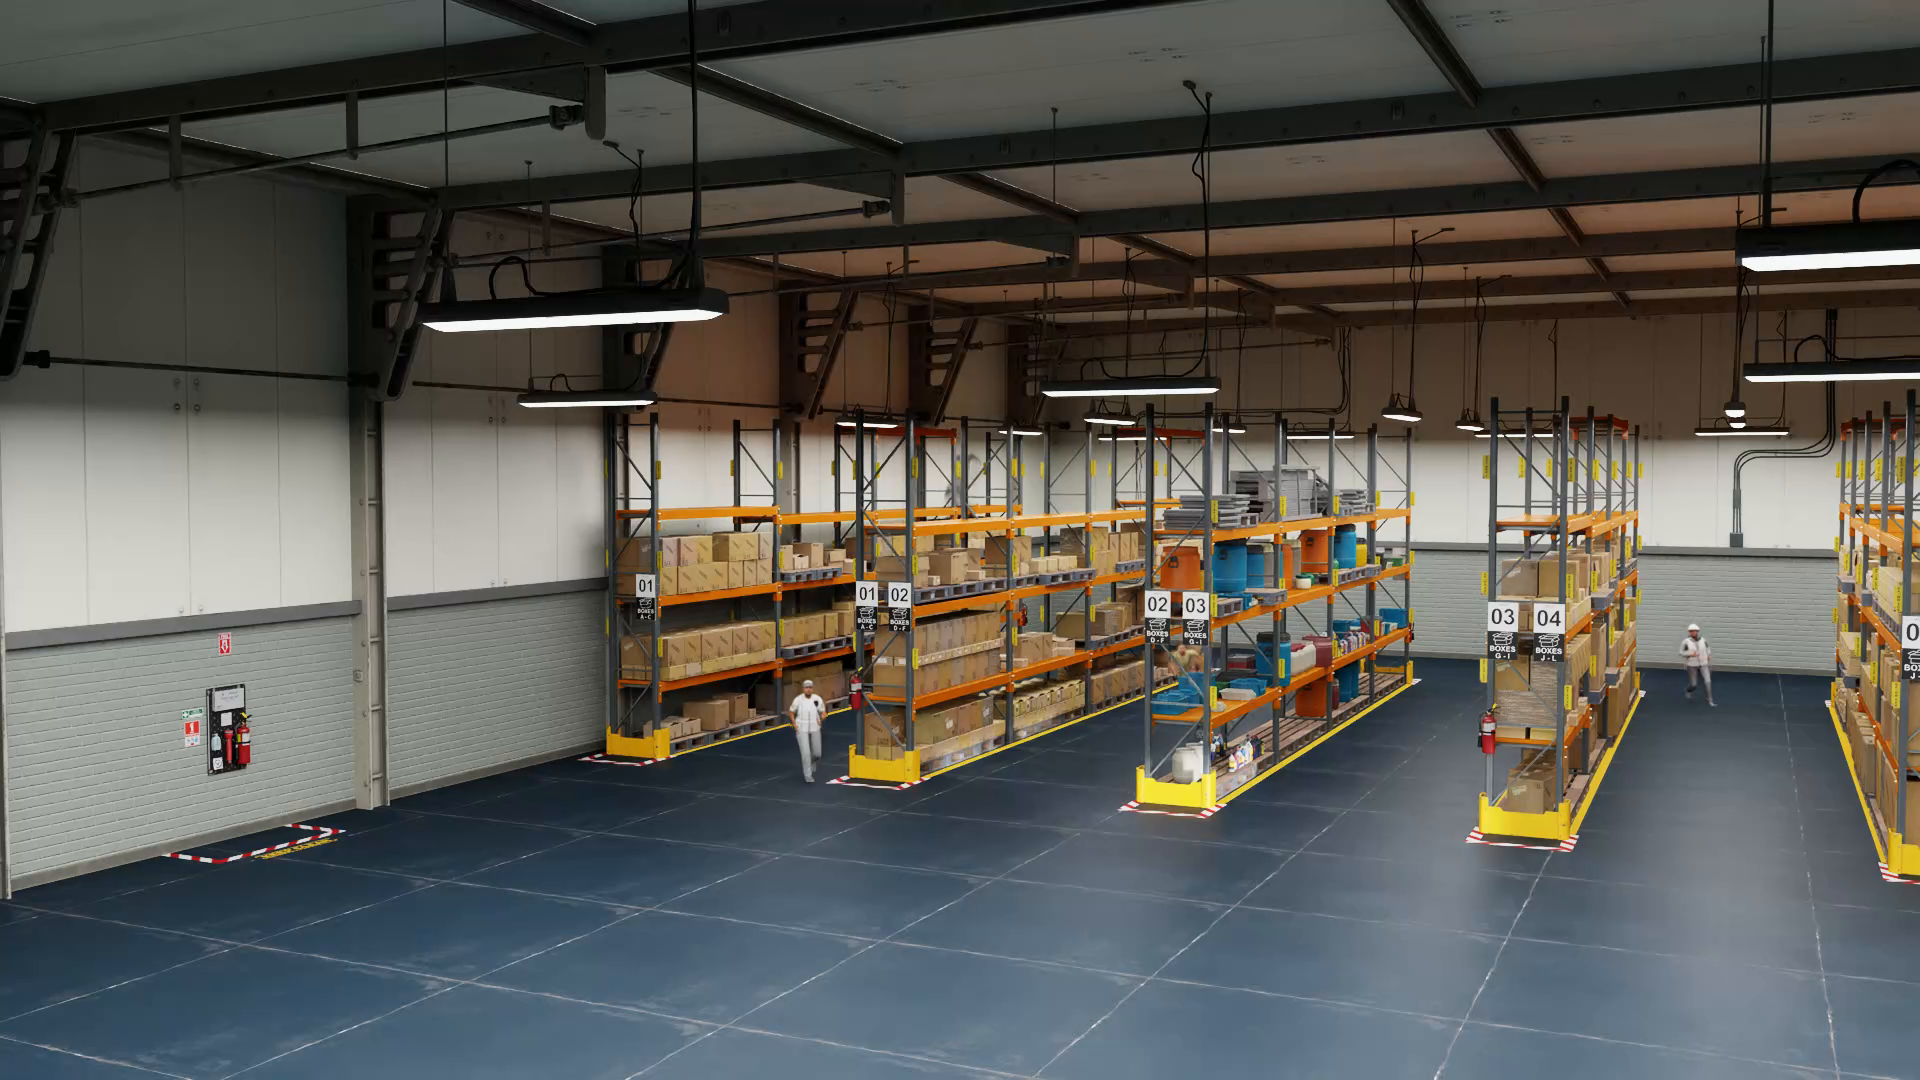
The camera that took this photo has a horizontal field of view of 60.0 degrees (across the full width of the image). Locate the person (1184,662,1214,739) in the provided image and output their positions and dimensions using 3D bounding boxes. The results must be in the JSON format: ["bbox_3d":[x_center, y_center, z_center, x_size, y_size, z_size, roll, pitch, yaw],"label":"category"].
[{"bbox_3d":[4.433,2.968,30.876,0.575,1.464,0.887,1,3,21],"label":"person"}]

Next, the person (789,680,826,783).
[{"bbox_3d":[-2.452,3.062,26.792,0.603,1.625,0.640,-1,2,-13],"label":"person"}]

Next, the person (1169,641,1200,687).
[{"bbox_3d":[4.521,2.811,33.572,0.592,1.625,1.005,1,2,12],"label":"person"}]

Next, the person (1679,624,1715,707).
[{"bbox_3d":[15.725,2.666,35.548,0.688,1.739,0.823,0,2,8],"label":"person"}]
